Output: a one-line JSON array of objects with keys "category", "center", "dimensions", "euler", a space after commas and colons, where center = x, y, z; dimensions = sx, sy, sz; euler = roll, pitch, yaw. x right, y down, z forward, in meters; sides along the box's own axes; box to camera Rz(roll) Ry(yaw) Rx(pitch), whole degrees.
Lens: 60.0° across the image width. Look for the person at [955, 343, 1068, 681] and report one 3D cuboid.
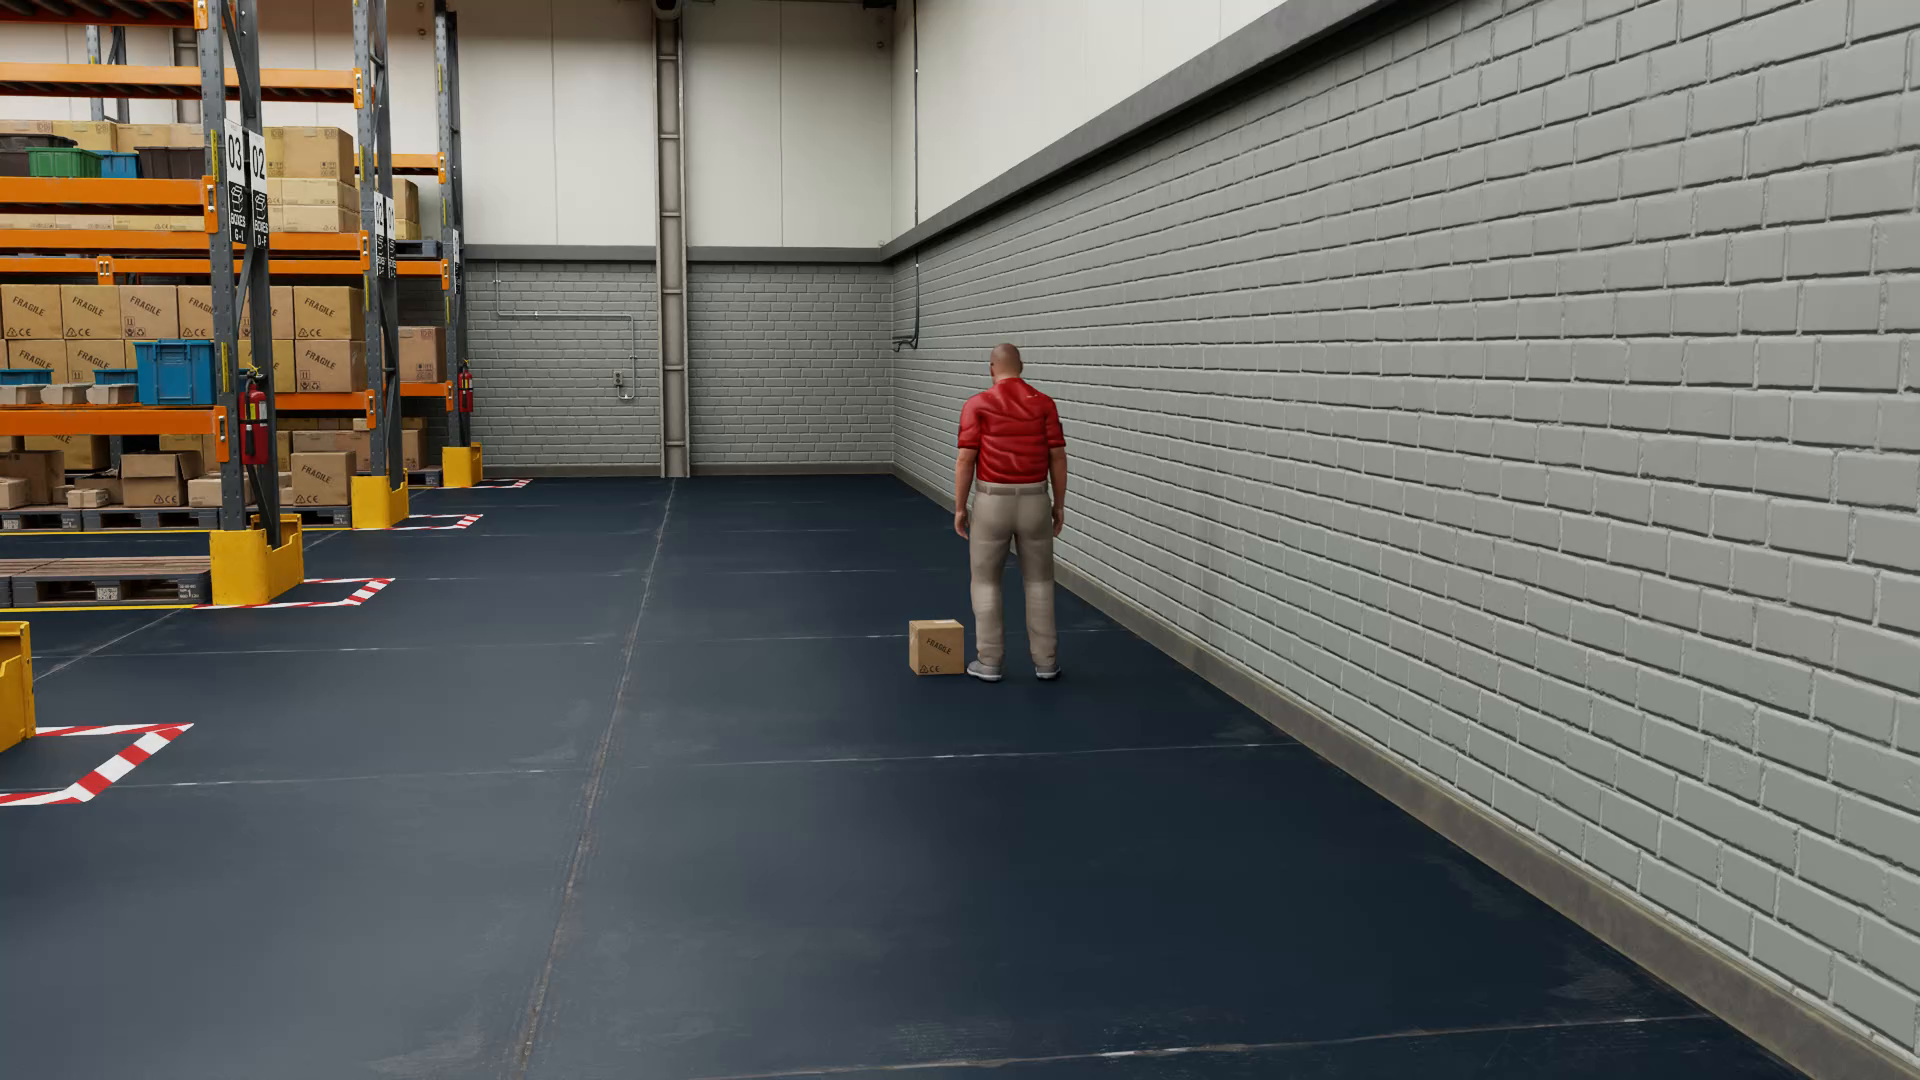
[{"category": "person", "center": [0.260, -0.146, 8.561], "dimensions": [0.585, 1.727, 0.391], "euler": [-1, 7, -9]}]
